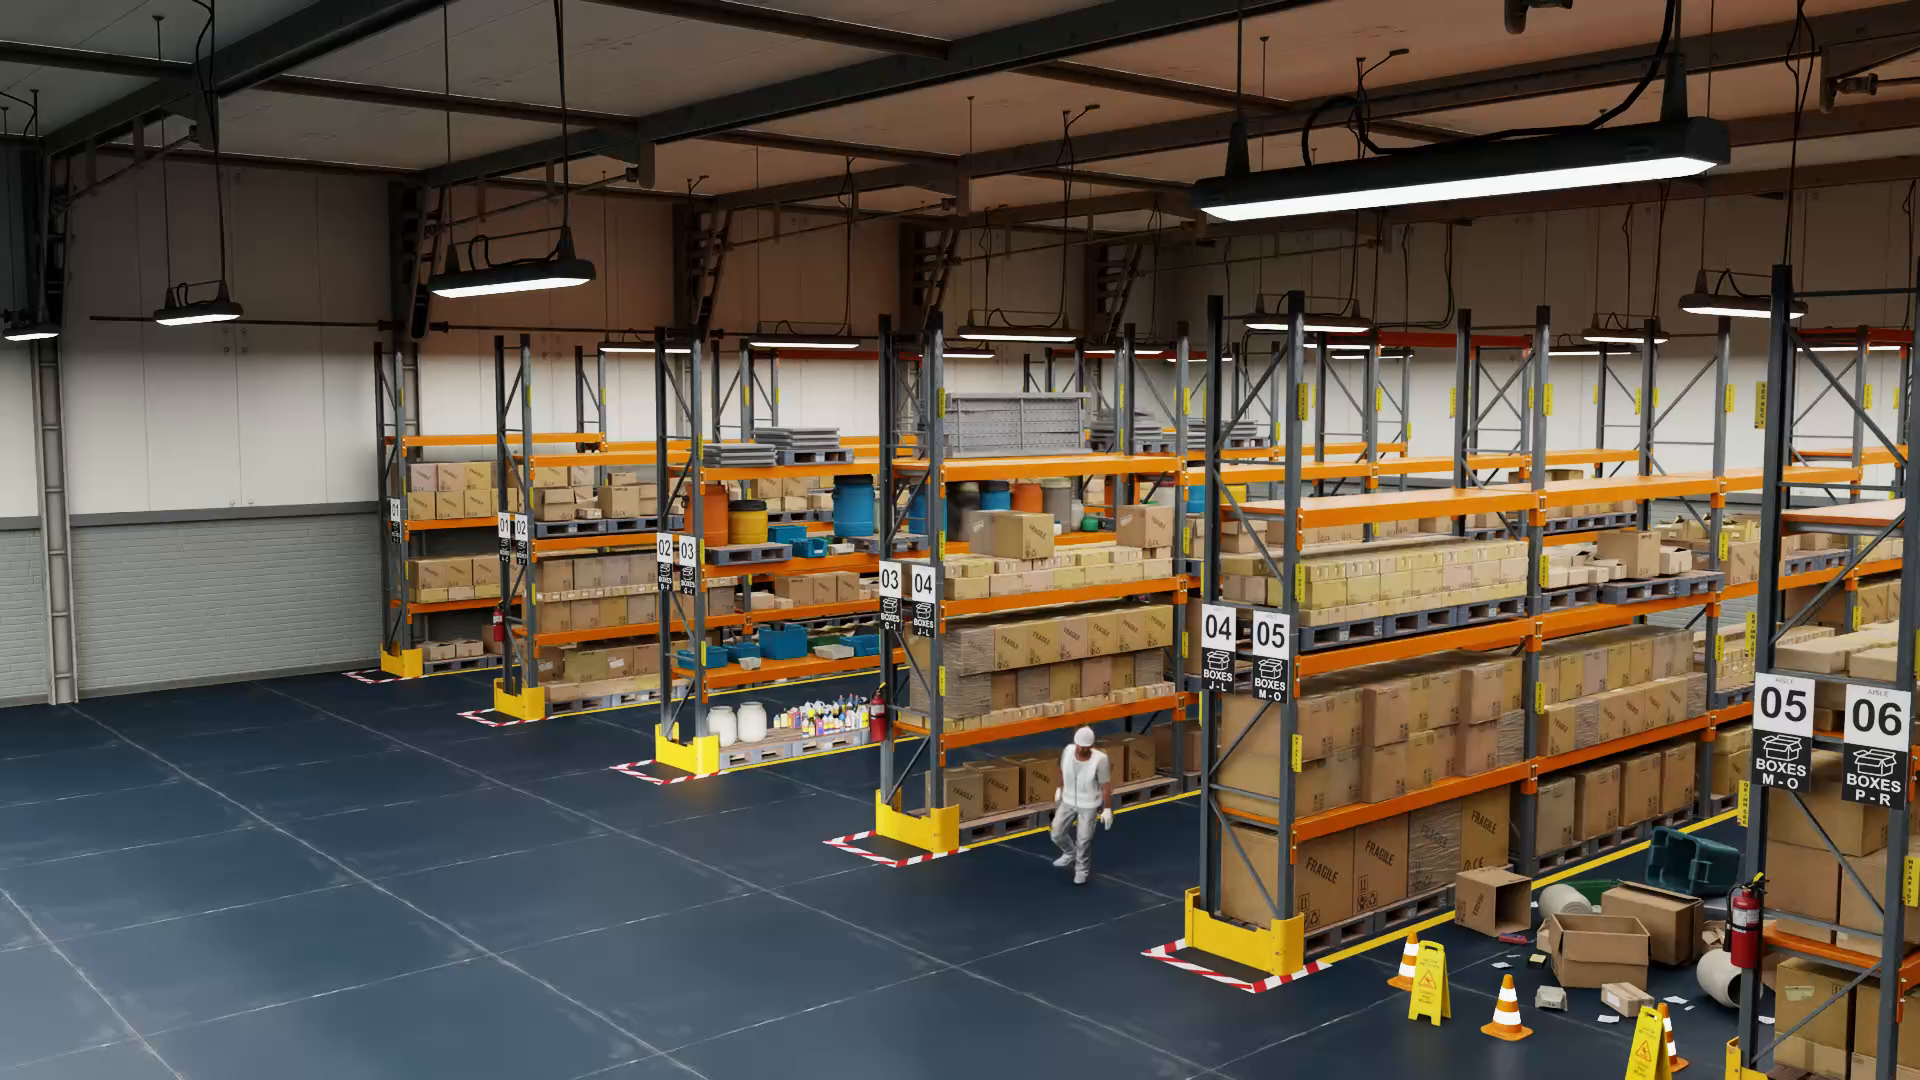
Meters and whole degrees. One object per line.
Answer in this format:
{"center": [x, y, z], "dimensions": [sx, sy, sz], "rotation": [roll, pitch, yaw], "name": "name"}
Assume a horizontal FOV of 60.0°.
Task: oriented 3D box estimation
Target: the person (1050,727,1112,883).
{"center": [1.268, 2.733, 17.283], "dimensions": [0.806, 1.695, 0.690], "rotation": [3, 6, 29], "name": "person"}
